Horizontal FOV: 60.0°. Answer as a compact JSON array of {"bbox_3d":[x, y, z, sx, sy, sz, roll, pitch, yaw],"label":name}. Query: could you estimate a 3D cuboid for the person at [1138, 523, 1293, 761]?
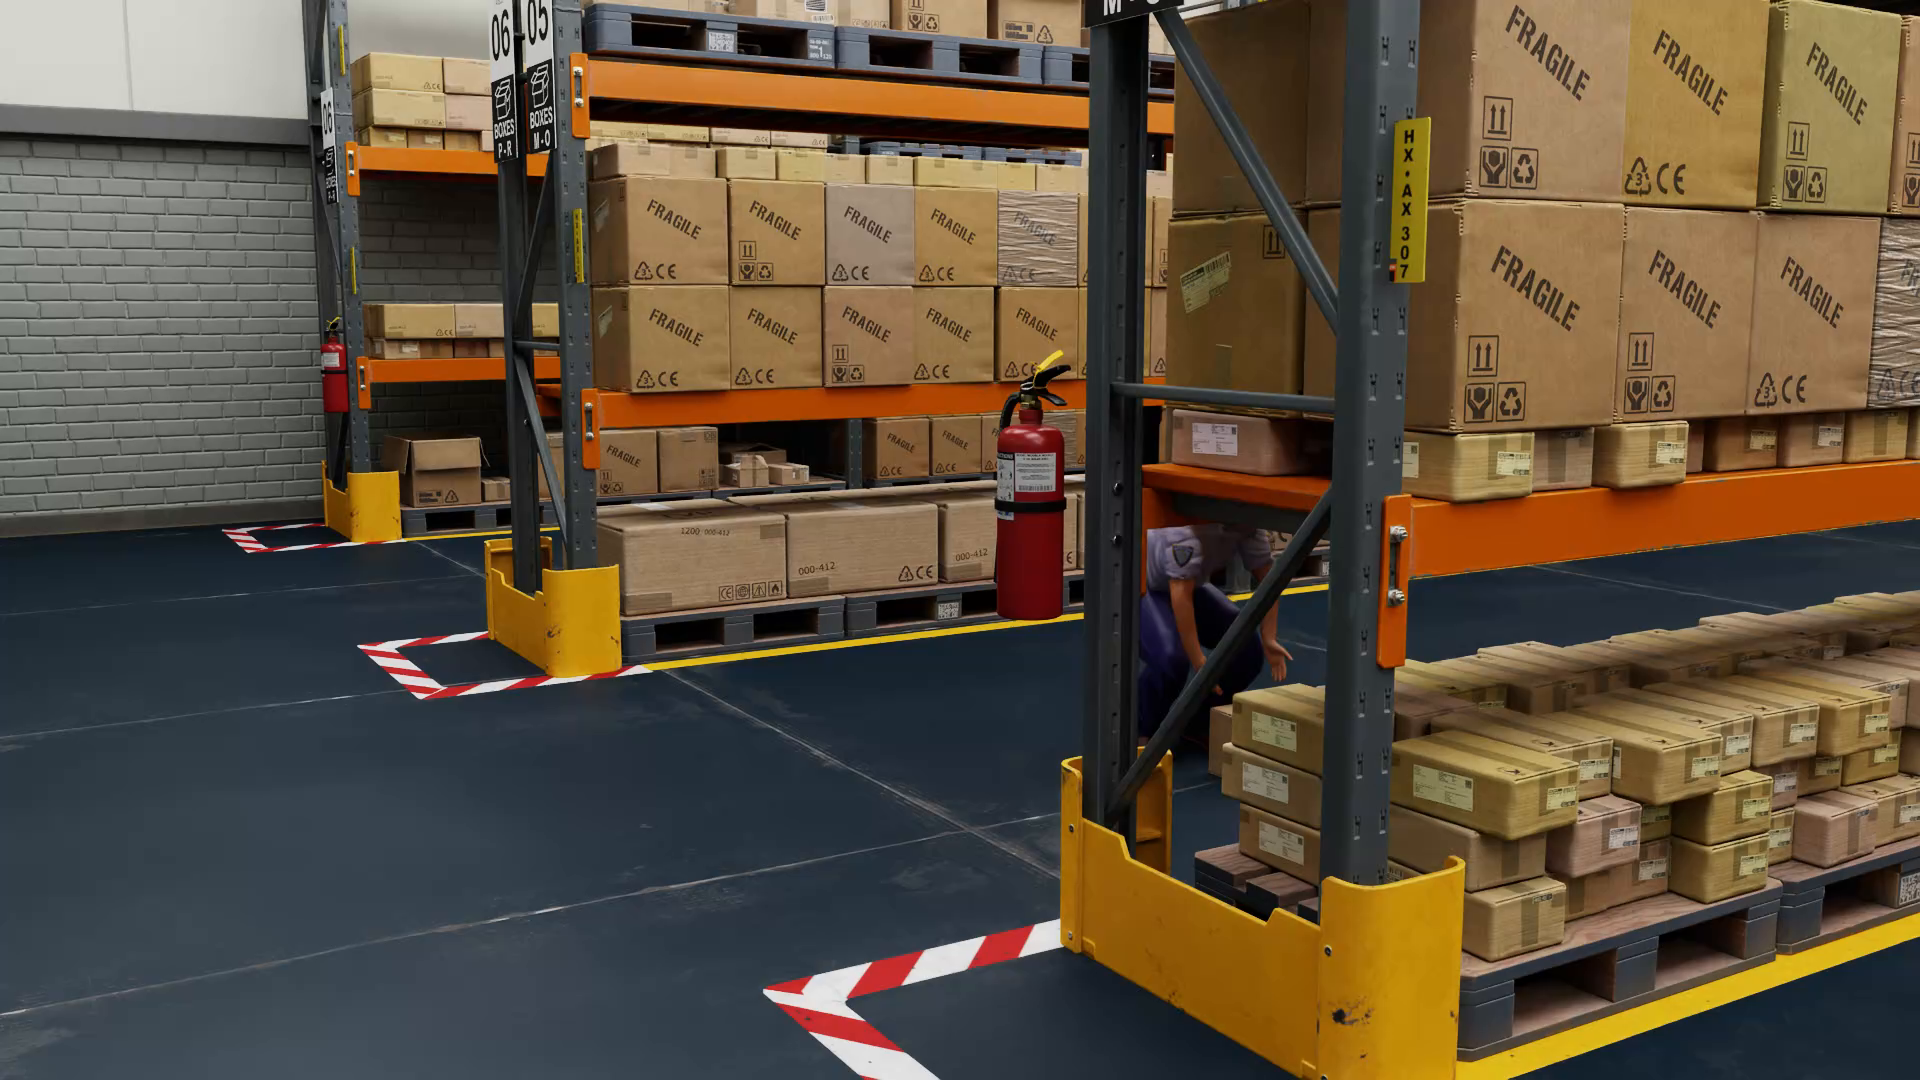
[{"bbox_3d":[0.902,0.261,6.371,0.539,1.141,0.762,-5,10,-31],"label":"person"}]
